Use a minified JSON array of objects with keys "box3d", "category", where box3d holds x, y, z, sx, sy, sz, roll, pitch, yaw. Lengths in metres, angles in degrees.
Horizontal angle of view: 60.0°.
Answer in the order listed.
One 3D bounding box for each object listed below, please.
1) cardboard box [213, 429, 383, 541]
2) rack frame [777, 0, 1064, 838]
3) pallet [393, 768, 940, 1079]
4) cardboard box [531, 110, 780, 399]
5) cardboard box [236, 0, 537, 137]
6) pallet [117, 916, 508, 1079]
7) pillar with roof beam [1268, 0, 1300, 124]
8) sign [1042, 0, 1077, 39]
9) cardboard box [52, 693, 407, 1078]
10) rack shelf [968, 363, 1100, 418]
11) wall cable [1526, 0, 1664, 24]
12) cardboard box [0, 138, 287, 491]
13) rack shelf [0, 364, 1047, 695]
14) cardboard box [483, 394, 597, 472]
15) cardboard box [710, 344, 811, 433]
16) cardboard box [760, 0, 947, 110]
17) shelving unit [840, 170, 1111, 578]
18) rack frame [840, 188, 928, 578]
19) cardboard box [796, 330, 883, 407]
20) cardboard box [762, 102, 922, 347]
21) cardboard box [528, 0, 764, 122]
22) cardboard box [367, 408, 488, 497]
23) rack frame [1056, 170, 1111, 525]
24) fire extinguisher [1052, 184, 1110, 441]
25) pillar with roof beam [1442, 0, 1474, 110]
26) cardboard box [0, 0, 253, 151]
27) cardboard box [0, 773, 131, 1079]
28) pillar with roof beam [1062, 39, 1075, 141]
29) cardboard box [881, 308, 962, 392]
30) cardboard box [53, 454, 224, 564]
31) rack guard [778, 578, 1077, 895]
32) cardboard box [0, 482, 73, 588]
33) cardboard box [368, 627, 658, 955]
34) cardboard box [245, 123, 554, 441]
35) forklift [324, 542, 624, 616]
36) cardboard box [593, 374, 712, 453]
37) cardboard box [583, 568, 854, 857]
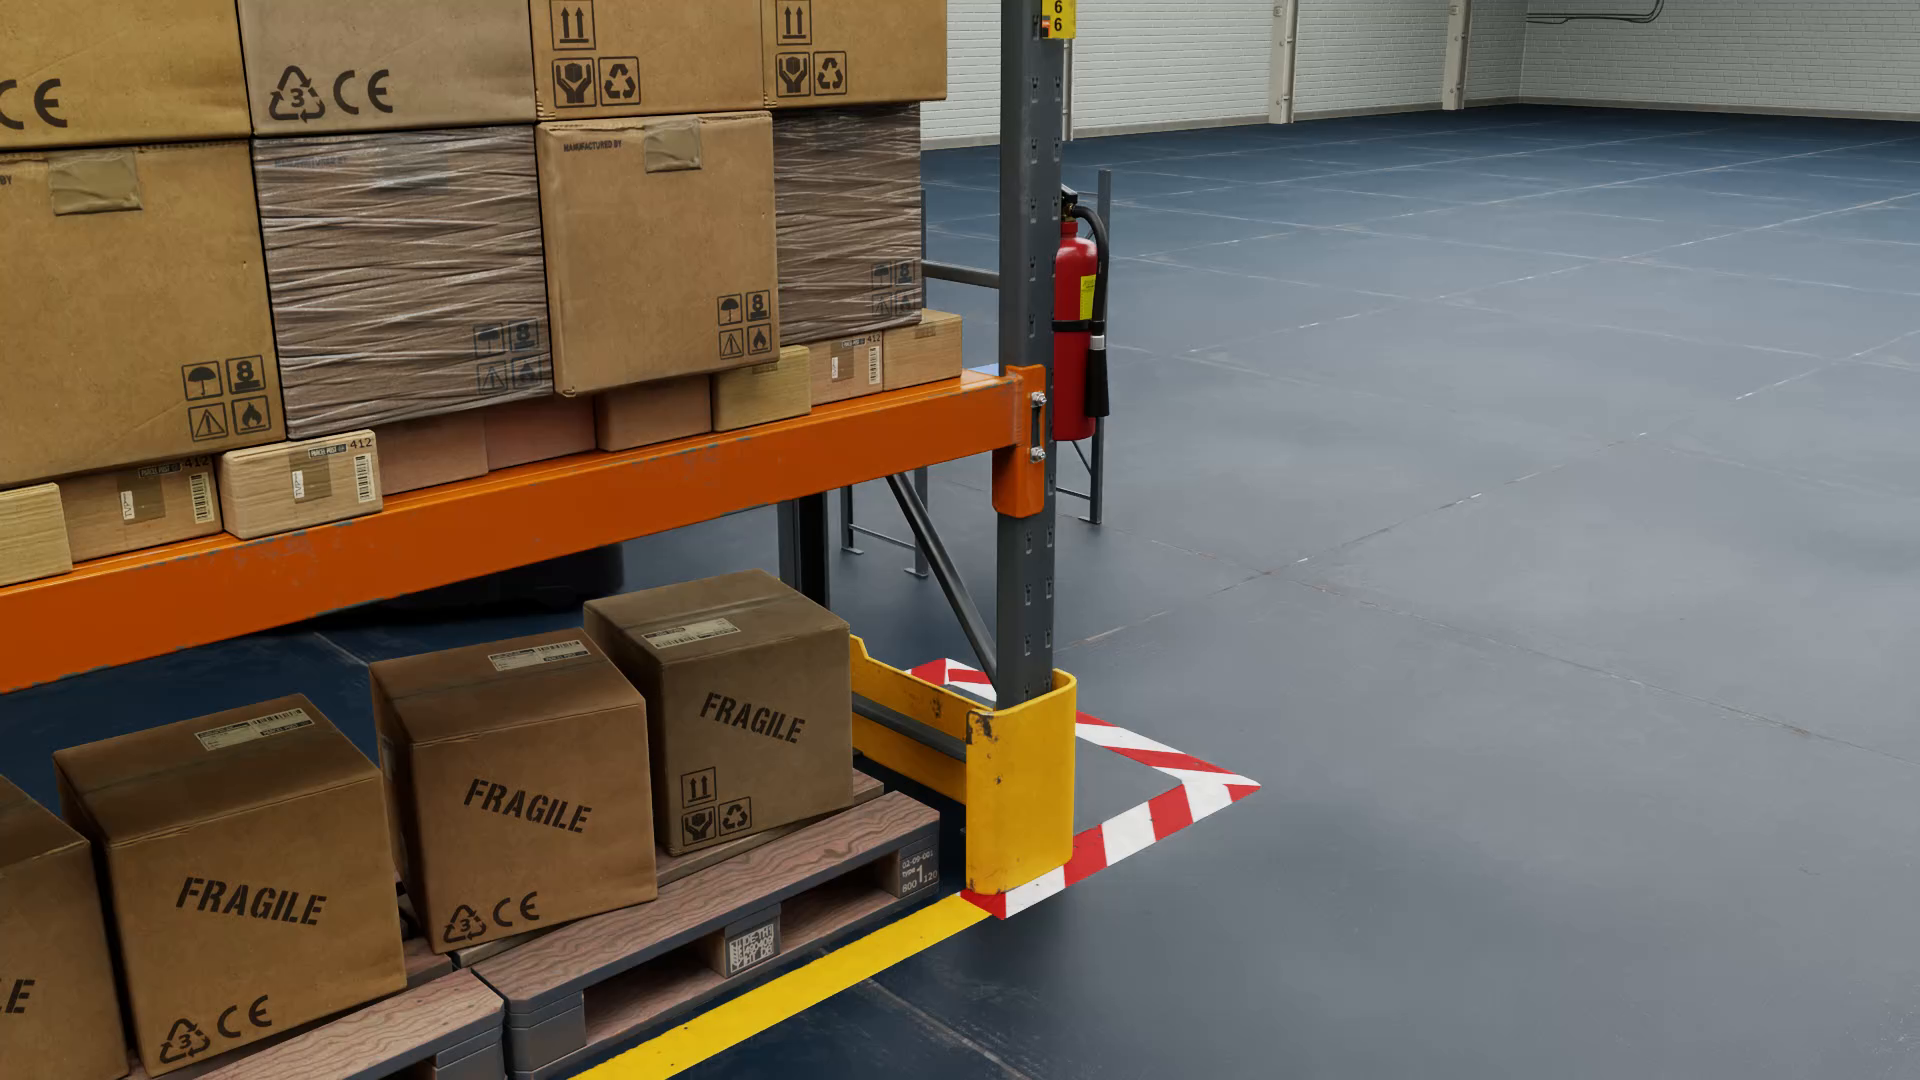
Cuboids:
[{"box3d":[-1.229,-0.135,2.945,0.250,0.149,0.380,-16,24,-41],"category":"cardboard box"},{"box3d":[-0.146,-0.702,4.288,0.127,3.000,1.000,-16,24,-41],"category":"rack frame"},{"box3d":[-0.816,0.804,4.162,1.213,0.211,1.003,-16,24,-41],"category":"pallet"},{"box3d":[-0.846,-0.648,3.476,0.500,0.500,0.875,-16,24,-41],"category":"cardboard box"},{"box3d":[-1.100,-0.983,2.886,0.500,0.500,0.500,-16,24,-41],"category":"cardboard box"},{"box3d":[-1.702,1.062,3.368,1.213,0.211,1.003,-16,24,-41],"category":"pallet"},{"box3d":[8.903,-11.064,26.518,0.400,9.000,9.100,-16,24,-41],"category":"pillar with roof beam"},{"box3d":[0.221,-1.275,3.664,0.005,0.325,0.100,-16,24,-41],"category":"sign"},{"box3d":[-1.490,0.678,3.402,0.500,0.500,0.500,-14,22,-36],"category":"cardboard box"},{"box3d":[0.062,-0.560,6.865,1.000,0.185,0.538,-16,24,-41],"category":"rack shelf"},{"box3d":[13.355,-12.151,34.905,0.112,2.526,3.097,-16,24,-41],"category":"wall cable"},{"box3d":[-1.610,-0.449,2.861,0.500,0.500,0.875,-16,24,-41],"category":"cardboard box"},{"box3d":[-1.599,0.064,3.092,4.000,0.370,1.077,-16,24,-41],"category":"rack shelf"},{"box3d":[-0.942,-0.266,3.348,0.250,0.149,0.380,-16,24,-41],"category":"cardboard box"},{"box3d":[-0.540,-0.359,3.636,0.250,0.149,0.380,-16,24,-41],"category":"cardboard box"},{"box3d":[-0.376,-1.195,3.542,0.500,0.500,0.500,-16,24,-41],"category":"cardboard box"},{"box3d":[0.062,-0.732,6.809,1.048,1.500,0.538,-16,24,-41],"category":"shelving unit"},{"box3d":[-0.307,-0.624,6.477,0.032,1.500,0.500,-16,24,-41],"category":"rack frame"},{"box3d":[-0.394,-0.423,3.835,0.250,0.149,0.380,-16,24,-41],"category":"cardboard box"},{"box3d":[-0.565,-0.781,3.886,0.500,0.500,0.875,-16,24,-41],"category":"cardboard box"},{"box3d":[-0.735,-1.088,3.211,0.500,0.500,0.500,-16,24,-41],"category":"cardboard box"},{"box3d":[-1.108,-0.208,3.169,0.250,0.149,0.380,-16,24,-41],"category":"cardboard box"},{"box3d":[0.431,-0.839,7.141,0.032,1.500,0.500,-16,24,-41],"category":"rack frame"},{"box3d":[0.254,-0.587,4.056,0.183,0.674,0.296,-16,24,-41],"category":"fire extinguisher"},{"box3d":[13.263,-12.335,30.440,0.400,9.000,9.100,-16,24,-41],"category":"pillar with roof beam"},{"box3d":[-1.469,-0.878,2.565,0.500,0.500,0.500,-16,24,-41],"category":"cardboard box"},{"box3d":[-1.926,0.786,3.068,0.500,0.500,0.500,15,23,39],"category":"cardboard box"},{"box3d":[4.544,-9.792,22.597,0.400,9.000,9.100,-16,24,-41],"category":"pillar with roof beam"},{"box3d":[-0.211,-0.476,3.998,0.250,0.149,0.380,-16,24,-41],"category":"cardboard box"},{"box3d":[-1.459,-0.098,2.829,0.250,0.149,0.380,-16,24,-41],"category":"cardboard box"},{"box3d":[-0.201,0.503,4.624,0.348,0.500,1.175,-16,24,-41],"category":"rack guard"},{"box3d":[-1.609,-0.034,2.634,0.250,0.149,0.380,-16,24,-41],"category":"cardboard box"},{"box3d":[-1.022,0.550,3.798,0.500,0.500,0.500,-9,20,-27],"category":"cardboard box"},{"box3d":[-1.239,-0.552,3.179,0.500,0.500,0.875,-16,24,-41],"category":"cardboard box"},{"box3d":[-2.833,-1.195,5.918,3.031,2.935,1.130,-4,18,-11],"category":"forklift"},{"box3d":[-0.732,-0.309,3.483,0.250,0.149,0.380,-16,24,-41],"category":"cardboard box"},{"box3d":[-0.611,0.415,4.212,0.500,0.500,0.500,-11,21,-31],"category":"cardboard box"}]
